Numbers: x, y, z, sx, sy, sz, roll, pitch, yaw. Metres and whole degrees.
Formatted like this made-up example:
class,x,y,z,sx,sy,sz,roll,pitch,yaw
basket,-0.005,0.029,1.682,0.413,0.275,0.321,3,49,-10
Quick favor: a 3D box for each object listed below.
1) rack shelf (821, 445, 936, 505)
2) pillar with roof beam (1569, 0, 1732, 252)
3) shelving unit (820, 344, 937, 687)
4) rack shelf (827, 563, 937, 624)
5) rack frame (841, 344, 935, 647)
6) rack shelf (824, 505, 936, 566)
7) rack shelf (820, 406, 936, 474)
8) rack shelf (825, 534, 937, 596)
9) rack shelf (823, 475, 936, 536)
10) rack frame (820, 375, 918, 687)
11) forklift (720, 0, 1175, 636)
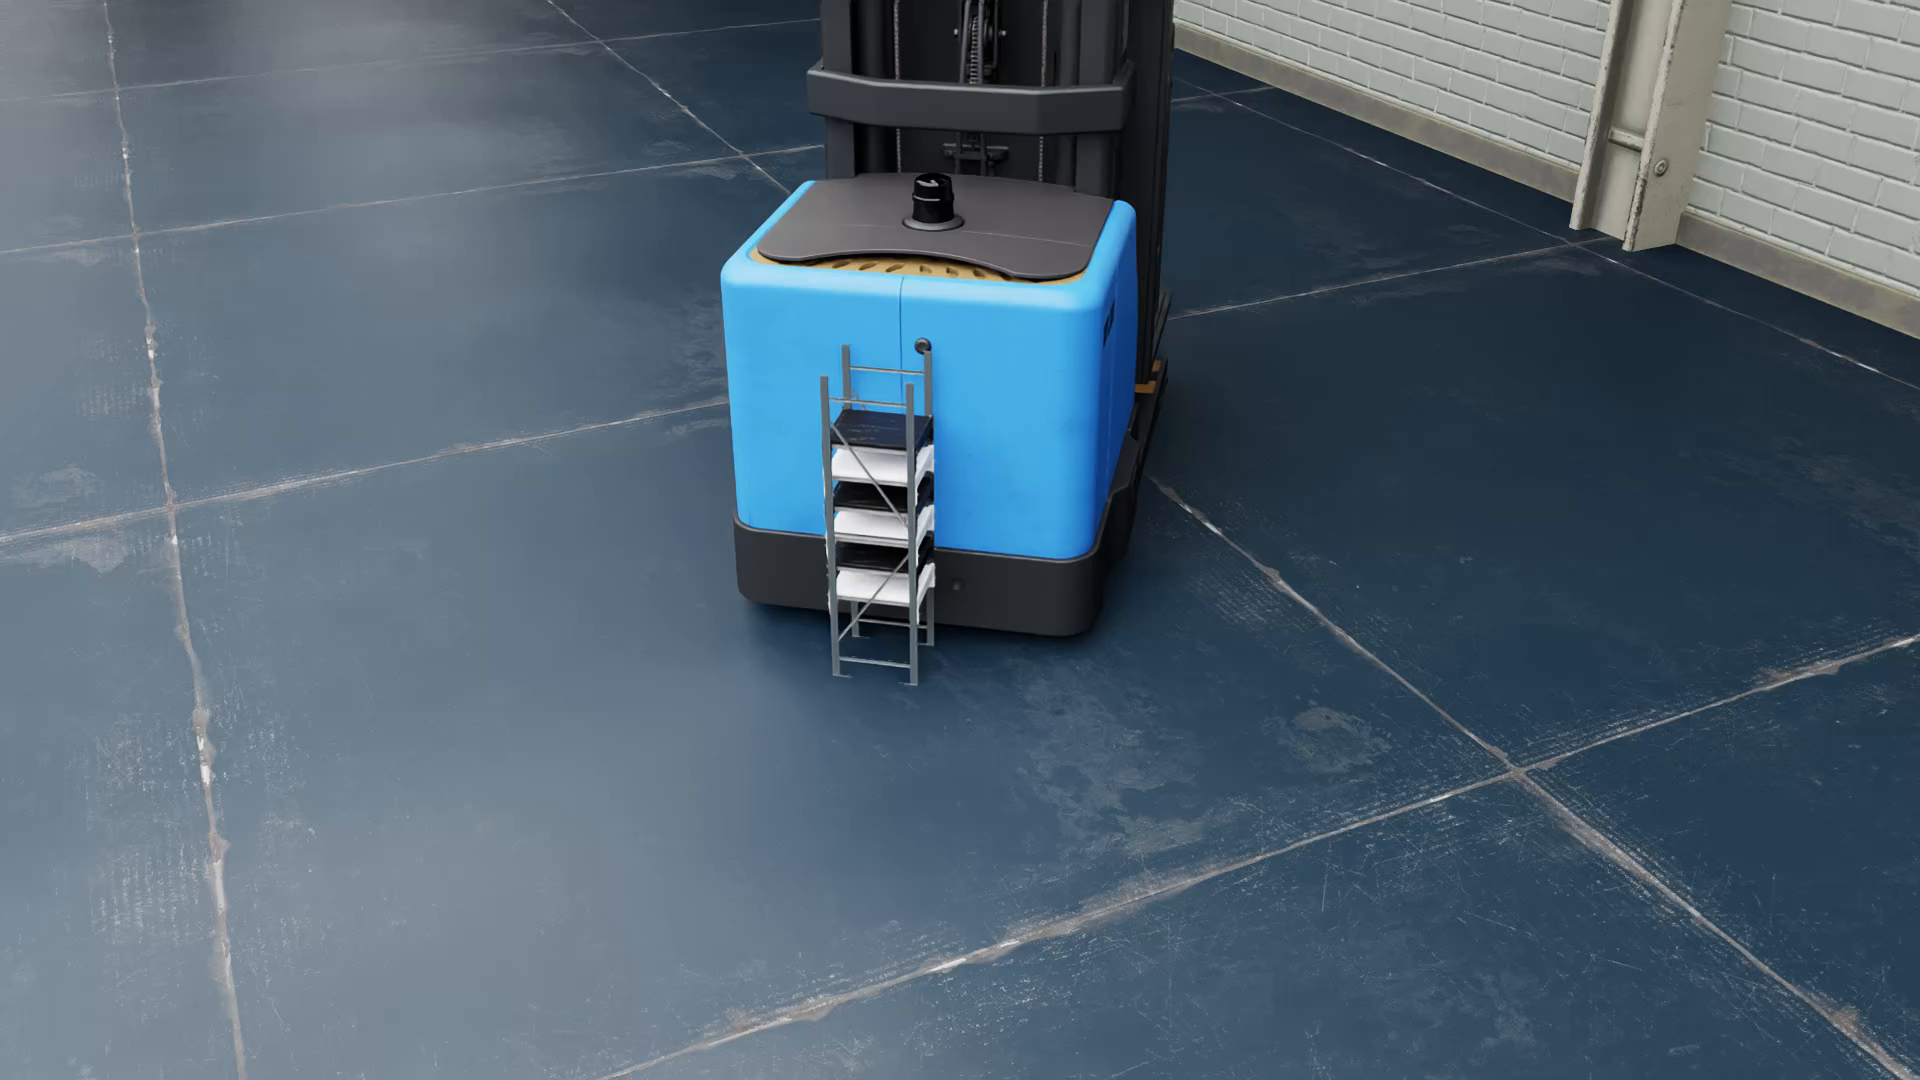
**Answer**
class,x,y,z,sx,sy,sz,roll,pitch,yaw
rack shelf,-0.211,-0.182,4.355,0.258,0.077,0.200,6,30,10
pillar with roof beam,-0.772,-4.457,3.998,9.100,9.000,0.400,-13,32,-22
shelving unit,-0.211,-0.054,4.426,0.258,0.900,0.210,6,30,10
rack shelf,-0.211,0.132,4.531,0.258,0.077,0.200,6,30,10
rack frame,-0.190,-0.103,4.513,0.240,0.900,0.006,6,30,10
rack shelf,-0.211,-0.025,4.443,0.258,0.077,0.200,6,30,10
rack shelf,-0.211,-0.261,4.311,0.258,0.077,0.200,6,30,10
rack shelf,-0.211,0.053,4.487,0.258,0.077,0.200,6,30,10
rack shelf,-0.211,-0.104,4.399,0.258,0.077,0.200,6,30,10
rack frame,-0.231,-0.005,4.340,0.240,0.900,0.006,6,30,10
forklift,0.156,-1.715,5.311,1.130,2.935,3.031,6,30,10
